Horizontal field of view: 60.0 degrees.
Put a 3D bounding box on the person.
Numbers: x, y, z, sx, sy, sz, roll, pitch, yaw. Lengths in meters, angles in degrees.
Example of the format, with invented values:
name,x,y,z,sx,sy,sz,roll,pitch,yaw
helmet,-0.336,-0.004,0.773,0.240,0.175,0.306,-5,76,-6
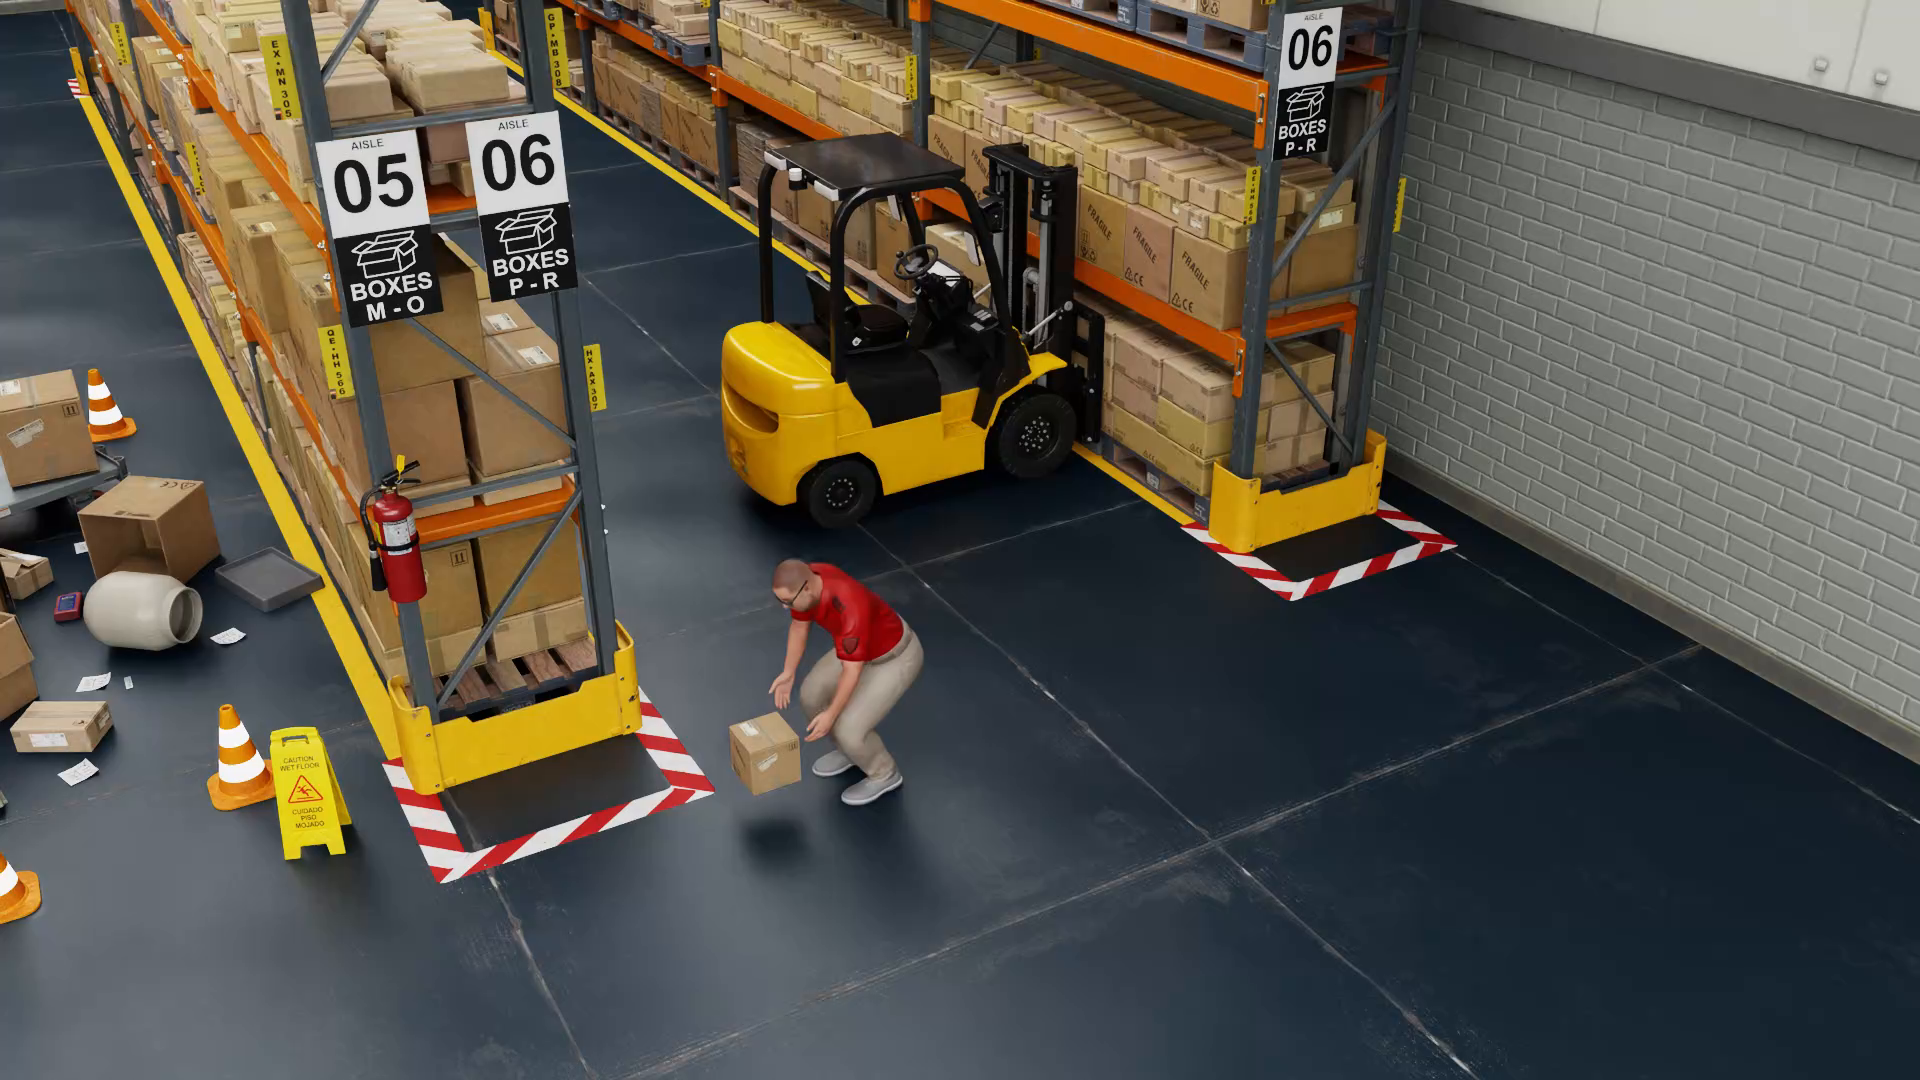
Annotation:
name,x,y,z,sx,sy,sz,roll,pitch,yaw
person,-0.522,0.616,7.861,0.738,1.352,0.590,-16,32,-26
